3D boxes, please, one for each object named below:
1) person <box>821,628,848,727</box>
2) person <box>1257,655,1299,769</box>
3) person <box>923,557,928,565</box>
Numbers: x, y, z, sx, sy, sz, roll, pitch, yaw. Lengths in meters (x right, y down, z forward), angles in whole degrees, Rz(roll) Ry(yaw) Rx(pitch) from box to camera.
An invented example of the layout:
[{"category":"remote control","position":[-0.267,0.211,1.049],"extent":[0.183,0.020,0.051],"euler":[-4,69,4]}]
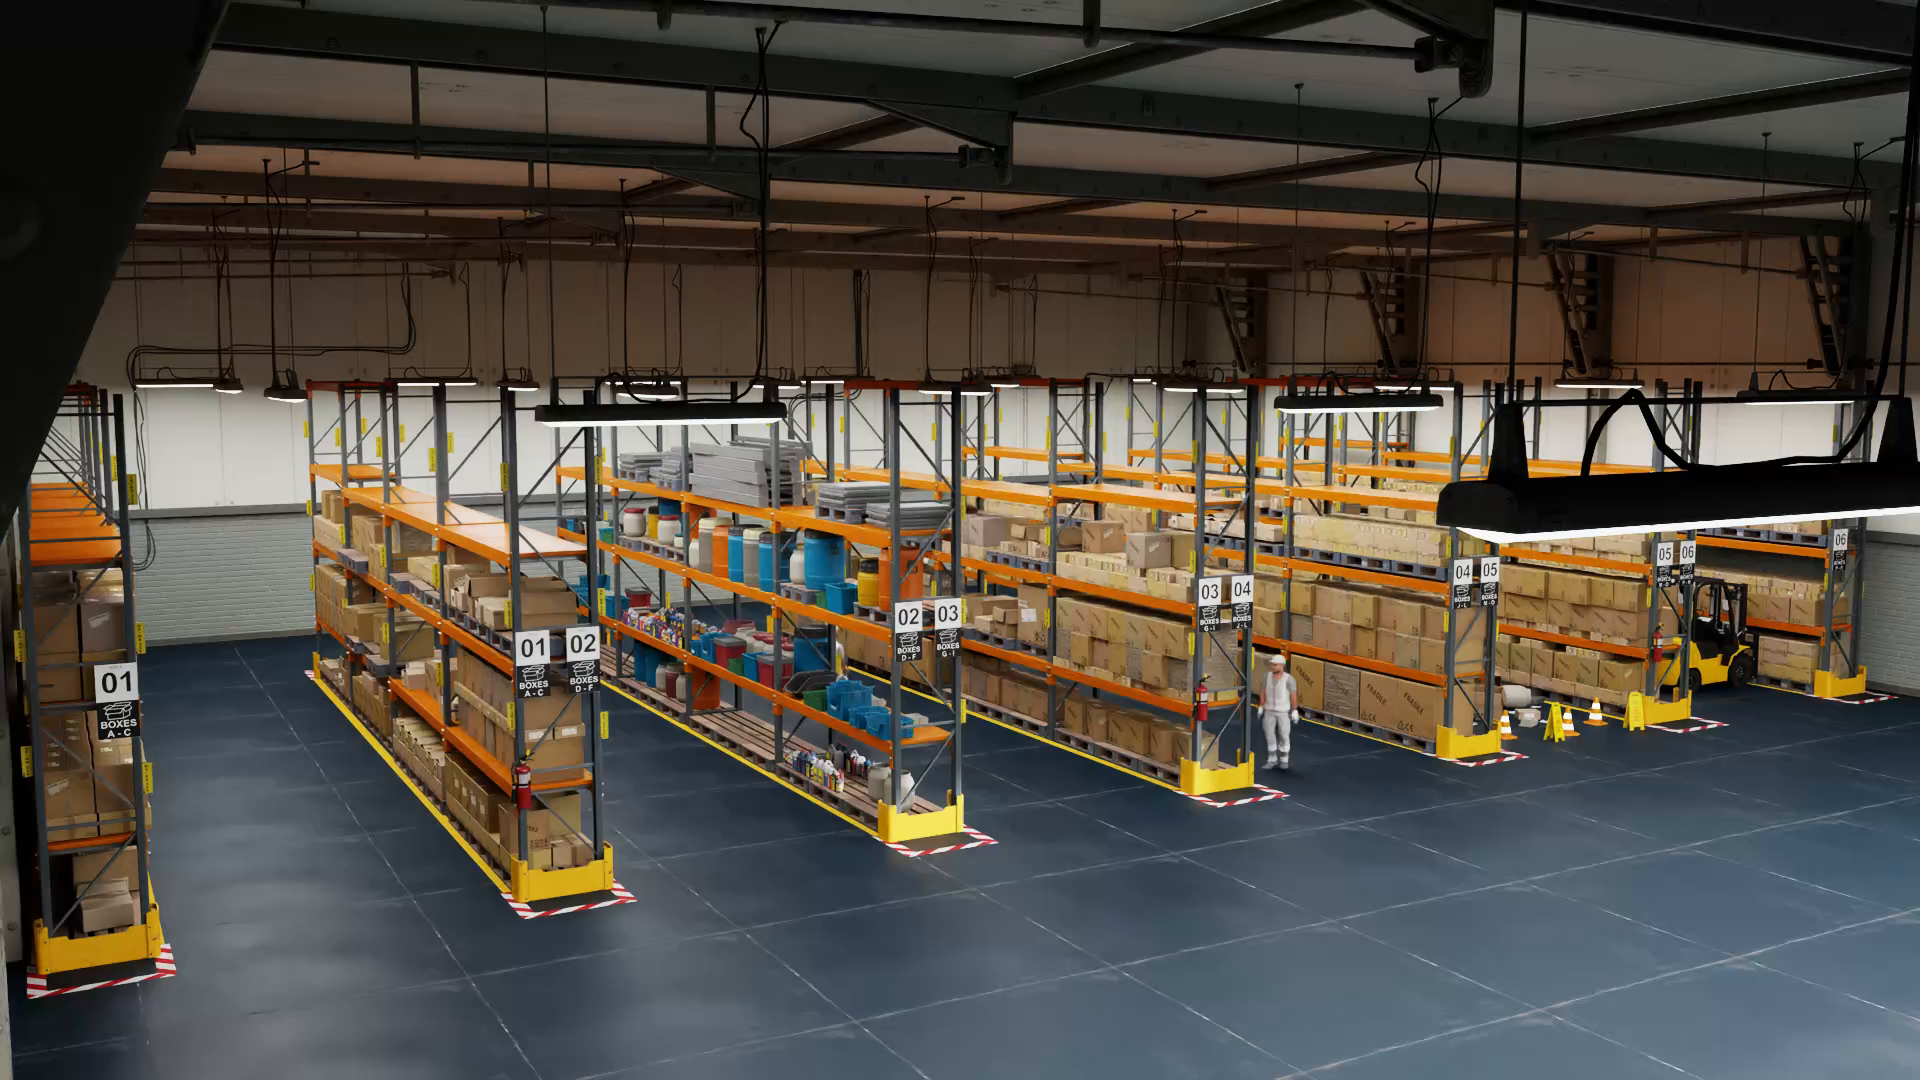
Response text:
[{"category":"person","position":[-2.173,2.312,28.169],"extent":[0.568,1.770,0.610],"euler":[1,6,10]},{"category":"person","position":[4.961,2.689,25.929],"extent":[0.661,1.822,0.350],"euler":[3,7,26]},{"category":"person","position":[-1.091,0.914,42.887],"extent":[0.566,1.719,1.022],"euler":[0,6,-3]}]
